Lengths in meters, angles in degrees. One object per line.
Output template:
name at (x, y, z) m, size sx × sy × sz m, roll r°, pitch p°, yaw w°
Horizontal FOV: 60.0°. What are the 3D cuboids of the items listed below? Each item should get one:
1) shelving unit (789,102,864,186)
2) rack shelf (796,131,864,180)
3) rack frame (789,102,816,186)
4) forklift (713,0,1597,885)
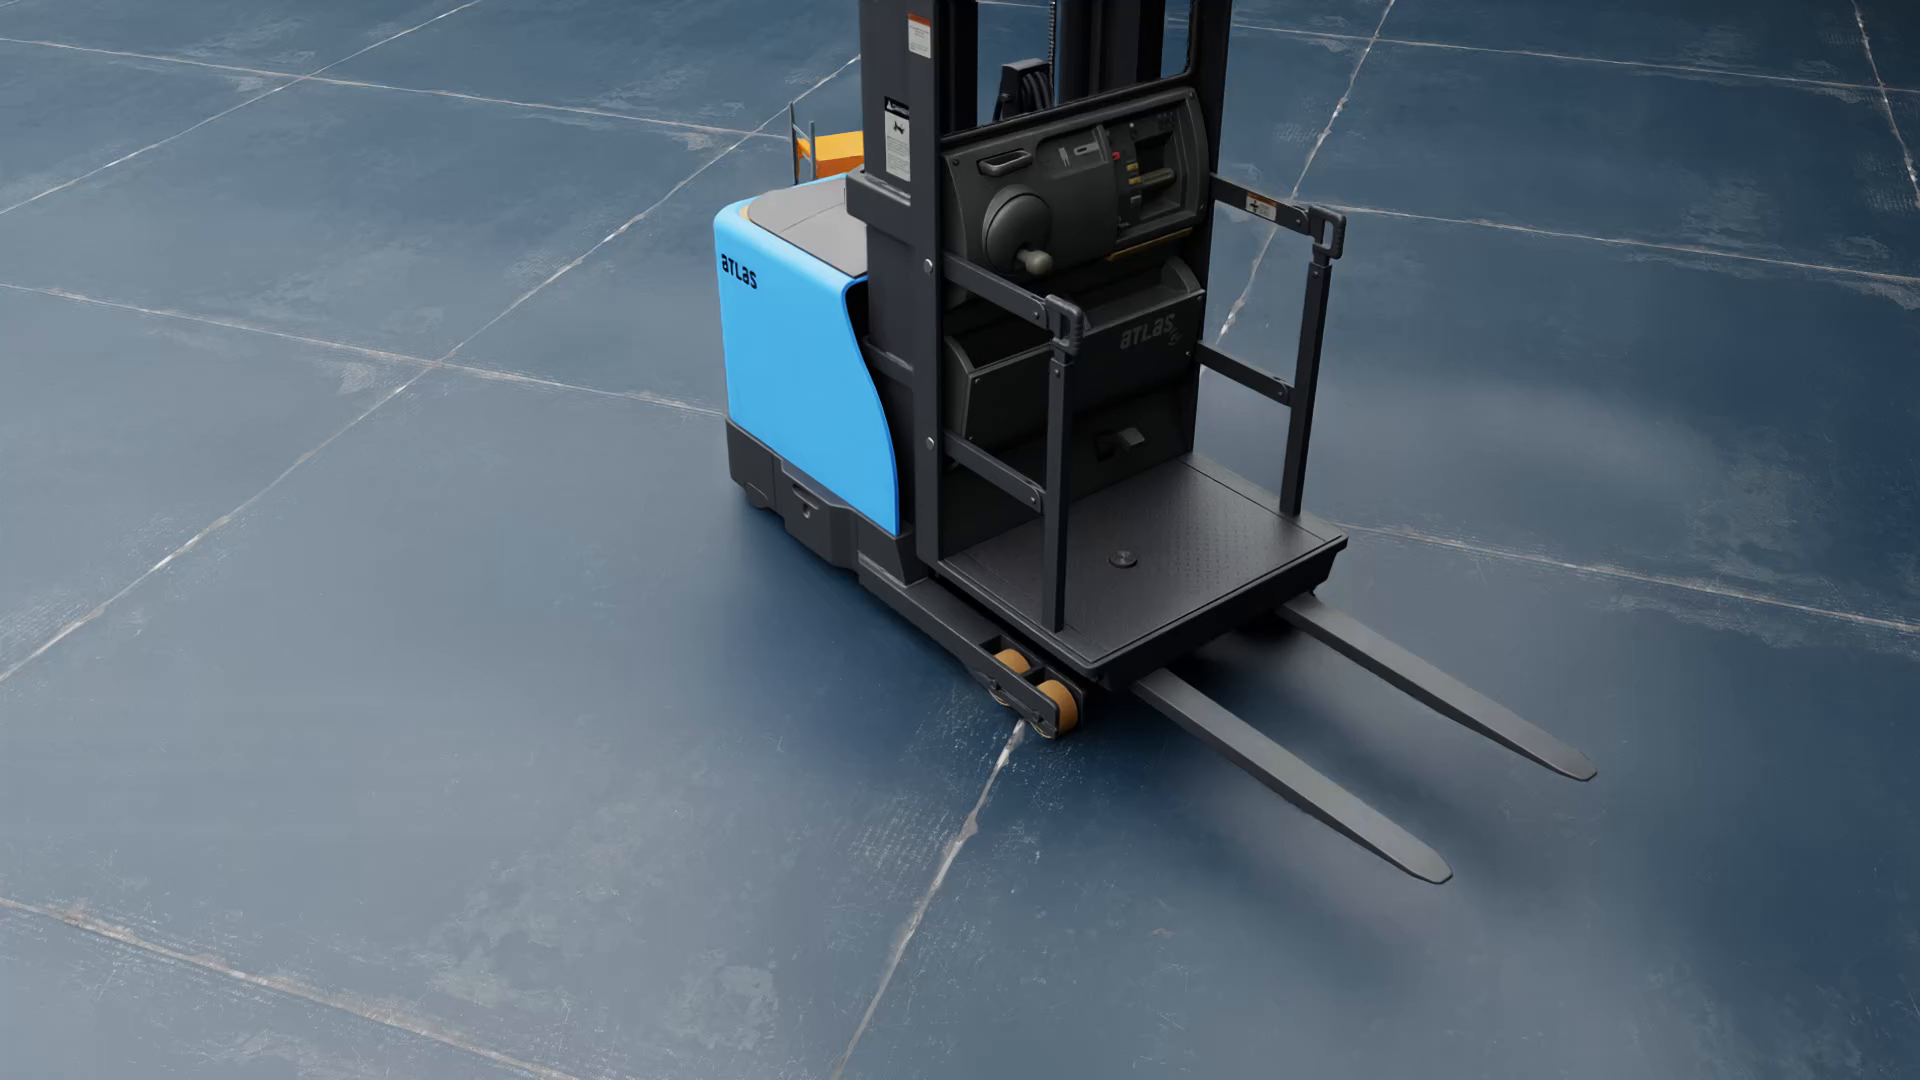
shelving unit at (-0.338, -1.064, 6.292) m, size 0.503 × 1.200 × 0.258 m, roll -13°, pitch 35°, yaw -19°
rack shelf at (-0.338, -1.394, 6.079) m, size 0.480 × 0.148 × 0.258 m, roll -13°, pitch 35°, yaw -19°
rack frame at (-0.562, -1.012, 6.211) m, size 0.015 × 1.200 × 0.240 m, roll -13°, pitch 35°, yaw -19°
forklift at (0.482, -0.961, 4.537) m, size 1.130 × 2.935 × 3.031 m, roll -23°, pitch 40°, yaw -32°
